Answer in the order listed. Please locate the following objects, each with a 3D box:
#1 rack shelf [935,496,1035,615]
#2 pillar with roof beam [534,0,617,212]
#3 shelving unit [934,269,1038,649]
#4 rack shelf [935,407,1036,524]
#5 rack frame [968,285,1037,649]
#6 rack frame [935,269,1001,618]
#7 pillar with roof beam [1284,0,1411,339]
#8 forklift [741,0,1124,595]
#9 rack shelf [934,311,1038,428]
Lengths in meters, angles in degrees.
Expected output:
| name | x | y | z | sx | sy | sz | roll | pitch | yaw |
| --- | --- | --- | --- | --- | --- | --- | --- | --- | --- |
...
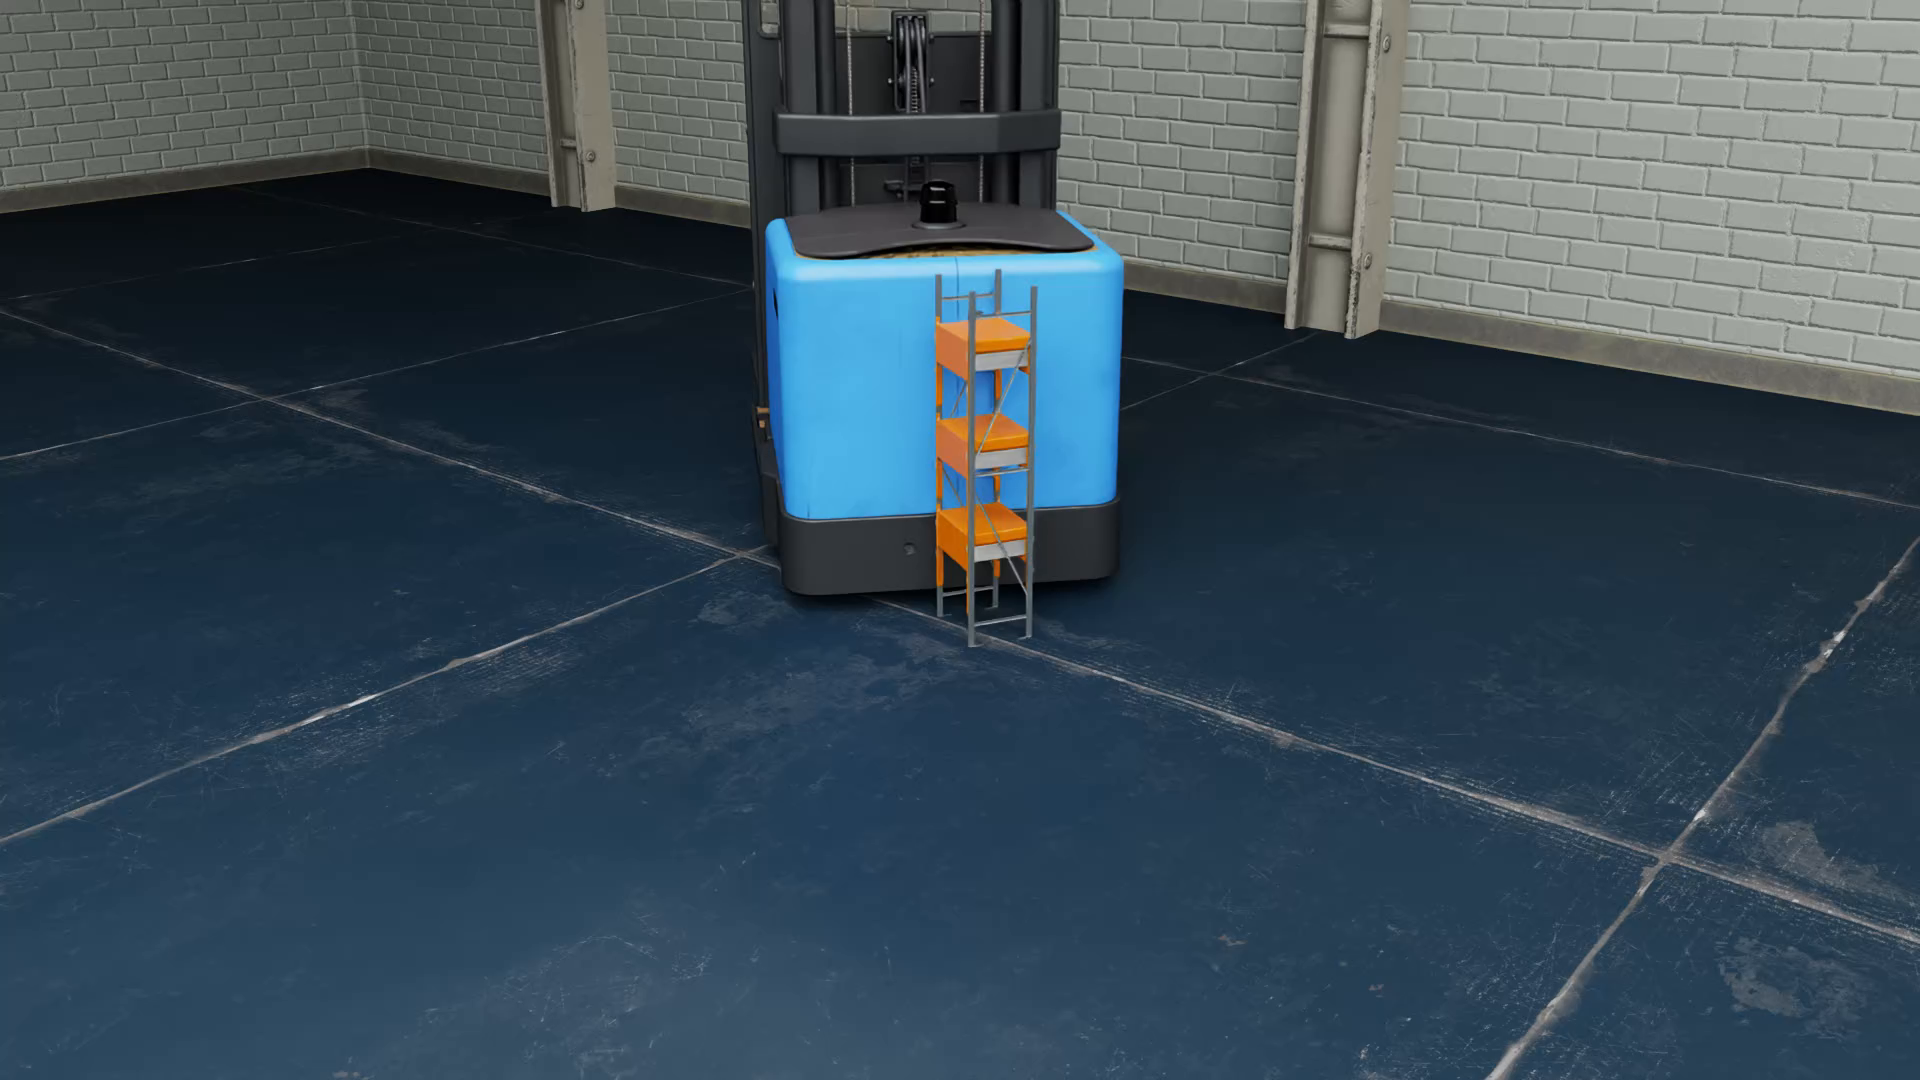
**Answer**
| name | x | y | z | sx | sy | sz | roll | pitch | yaw |
| --- | --- | --- | --- | --- | --- | --- | --- | --- | --- |
| rack shelf | 0.071 | 0.041 | 4.889 | 0.215 | 0.259 | 0.240 | -8 | 22 | -21 |
| pillar with roof beam | -5.453 | -5.465 | 7.408 | 0.400 | 9.000 | 9.100 | 16 | 26 | 36 |
| shelving unit | 0.071 | -0.229 | 4.787 | 0.215 | 1.050 | 0.252 | -8 | 22 | -21 |
| rack shelf | 0.071 | -0.219 | 4.791 | 0.215 | 0.259 | 0.240 | -8 | 22 | -21 |
| rack frame | 0.117 | -0.189 | 4.681 | 0.200 | 1.050 | 0.008 | -8 | 22 | -21 |
| rack frame | 0.025 | -0.269 | 4.893 | 0.200 | 1.050 | 0.008 | -8 | 22 | -21 |
| pillar with roof beam | -0.805 | -4.127 | 3.858 | 0.400 | 9.000 | 9.100 | 16 | 26 | 36 |
| forklift | -0.239 | -1.687 | 5.988 | 1.130 | 2.935 | 3.031 | -3 | 21 | -8 |
| rack shelf | 0.071 | -0.484 | 4.691 | 0.215 | 0.259 | 0.240 | -8 | 22 | -21 |
